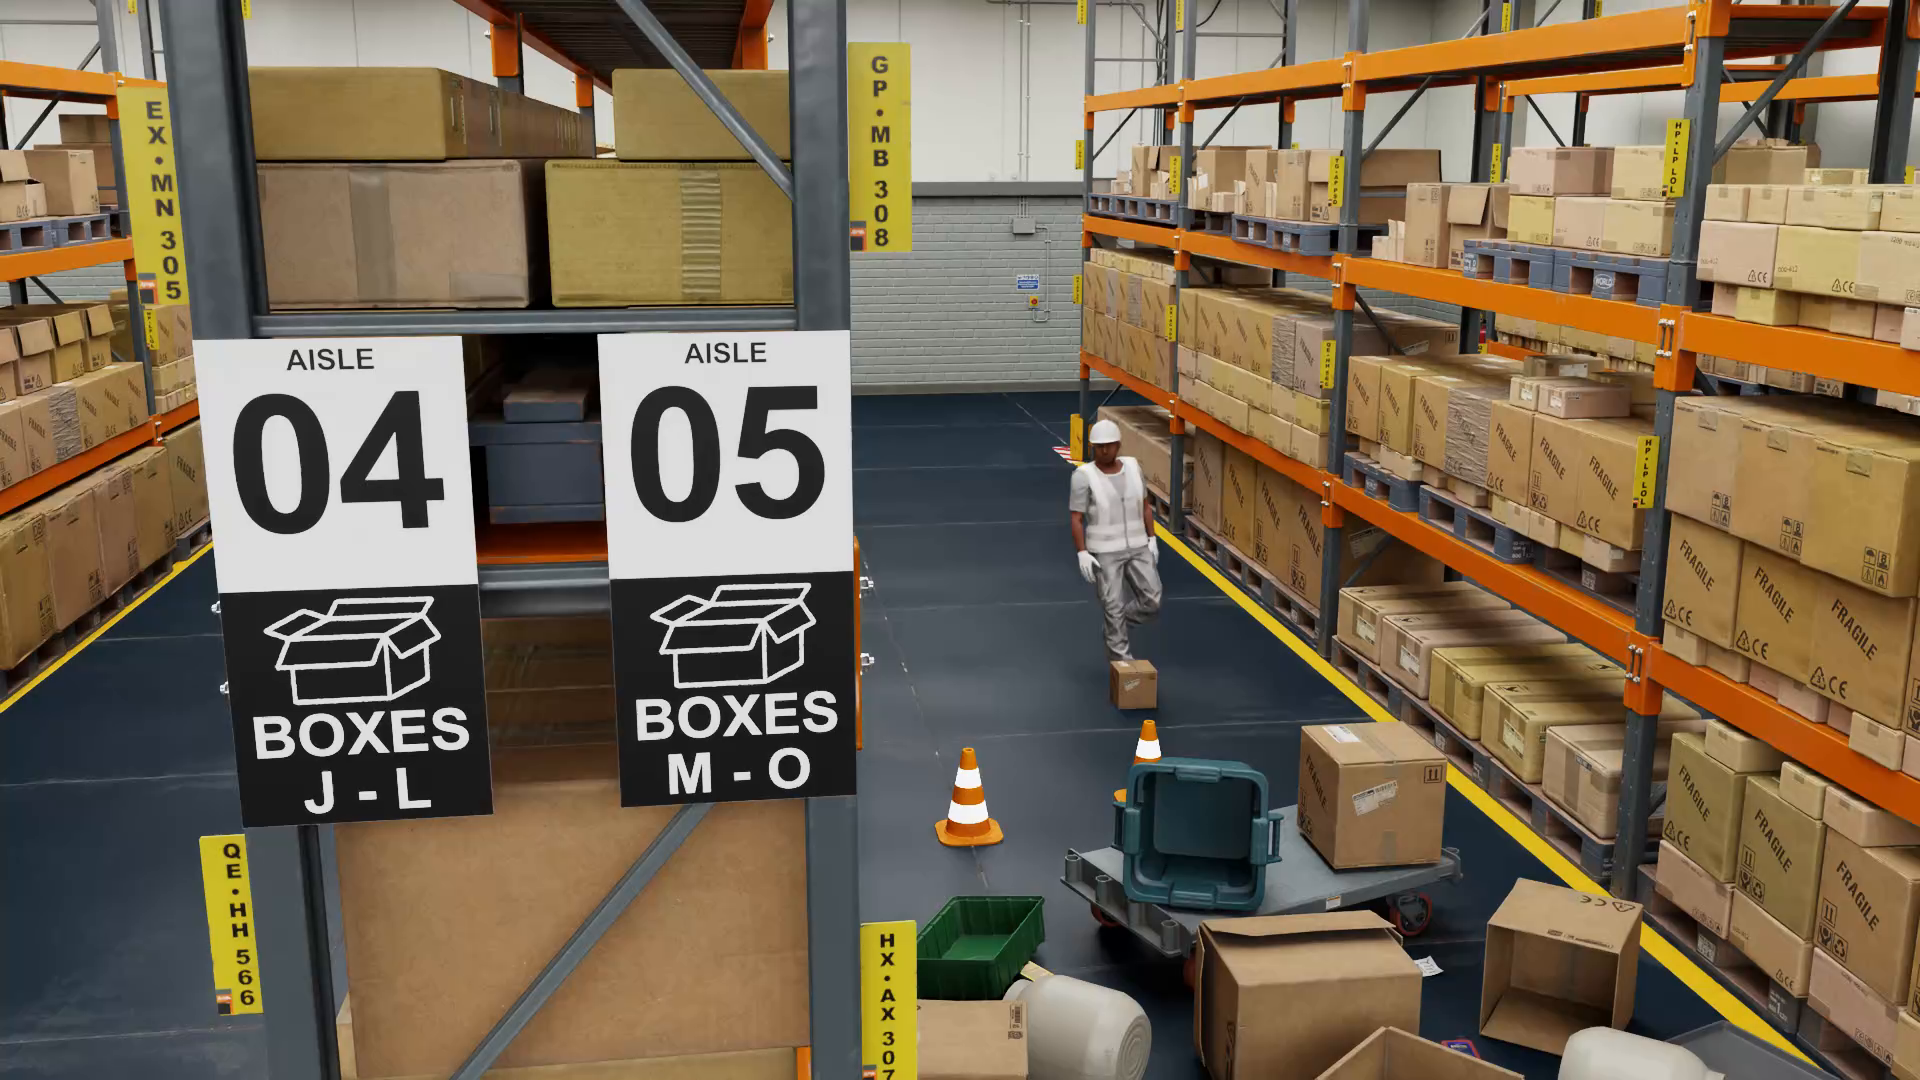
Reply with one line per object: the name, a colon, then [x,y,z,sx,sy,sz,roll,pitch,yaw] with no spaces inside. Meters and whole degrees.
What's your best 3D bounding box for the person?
person: [1.078,0.094,10.996,0.636,1.771,0.675,-5,14,-21]
